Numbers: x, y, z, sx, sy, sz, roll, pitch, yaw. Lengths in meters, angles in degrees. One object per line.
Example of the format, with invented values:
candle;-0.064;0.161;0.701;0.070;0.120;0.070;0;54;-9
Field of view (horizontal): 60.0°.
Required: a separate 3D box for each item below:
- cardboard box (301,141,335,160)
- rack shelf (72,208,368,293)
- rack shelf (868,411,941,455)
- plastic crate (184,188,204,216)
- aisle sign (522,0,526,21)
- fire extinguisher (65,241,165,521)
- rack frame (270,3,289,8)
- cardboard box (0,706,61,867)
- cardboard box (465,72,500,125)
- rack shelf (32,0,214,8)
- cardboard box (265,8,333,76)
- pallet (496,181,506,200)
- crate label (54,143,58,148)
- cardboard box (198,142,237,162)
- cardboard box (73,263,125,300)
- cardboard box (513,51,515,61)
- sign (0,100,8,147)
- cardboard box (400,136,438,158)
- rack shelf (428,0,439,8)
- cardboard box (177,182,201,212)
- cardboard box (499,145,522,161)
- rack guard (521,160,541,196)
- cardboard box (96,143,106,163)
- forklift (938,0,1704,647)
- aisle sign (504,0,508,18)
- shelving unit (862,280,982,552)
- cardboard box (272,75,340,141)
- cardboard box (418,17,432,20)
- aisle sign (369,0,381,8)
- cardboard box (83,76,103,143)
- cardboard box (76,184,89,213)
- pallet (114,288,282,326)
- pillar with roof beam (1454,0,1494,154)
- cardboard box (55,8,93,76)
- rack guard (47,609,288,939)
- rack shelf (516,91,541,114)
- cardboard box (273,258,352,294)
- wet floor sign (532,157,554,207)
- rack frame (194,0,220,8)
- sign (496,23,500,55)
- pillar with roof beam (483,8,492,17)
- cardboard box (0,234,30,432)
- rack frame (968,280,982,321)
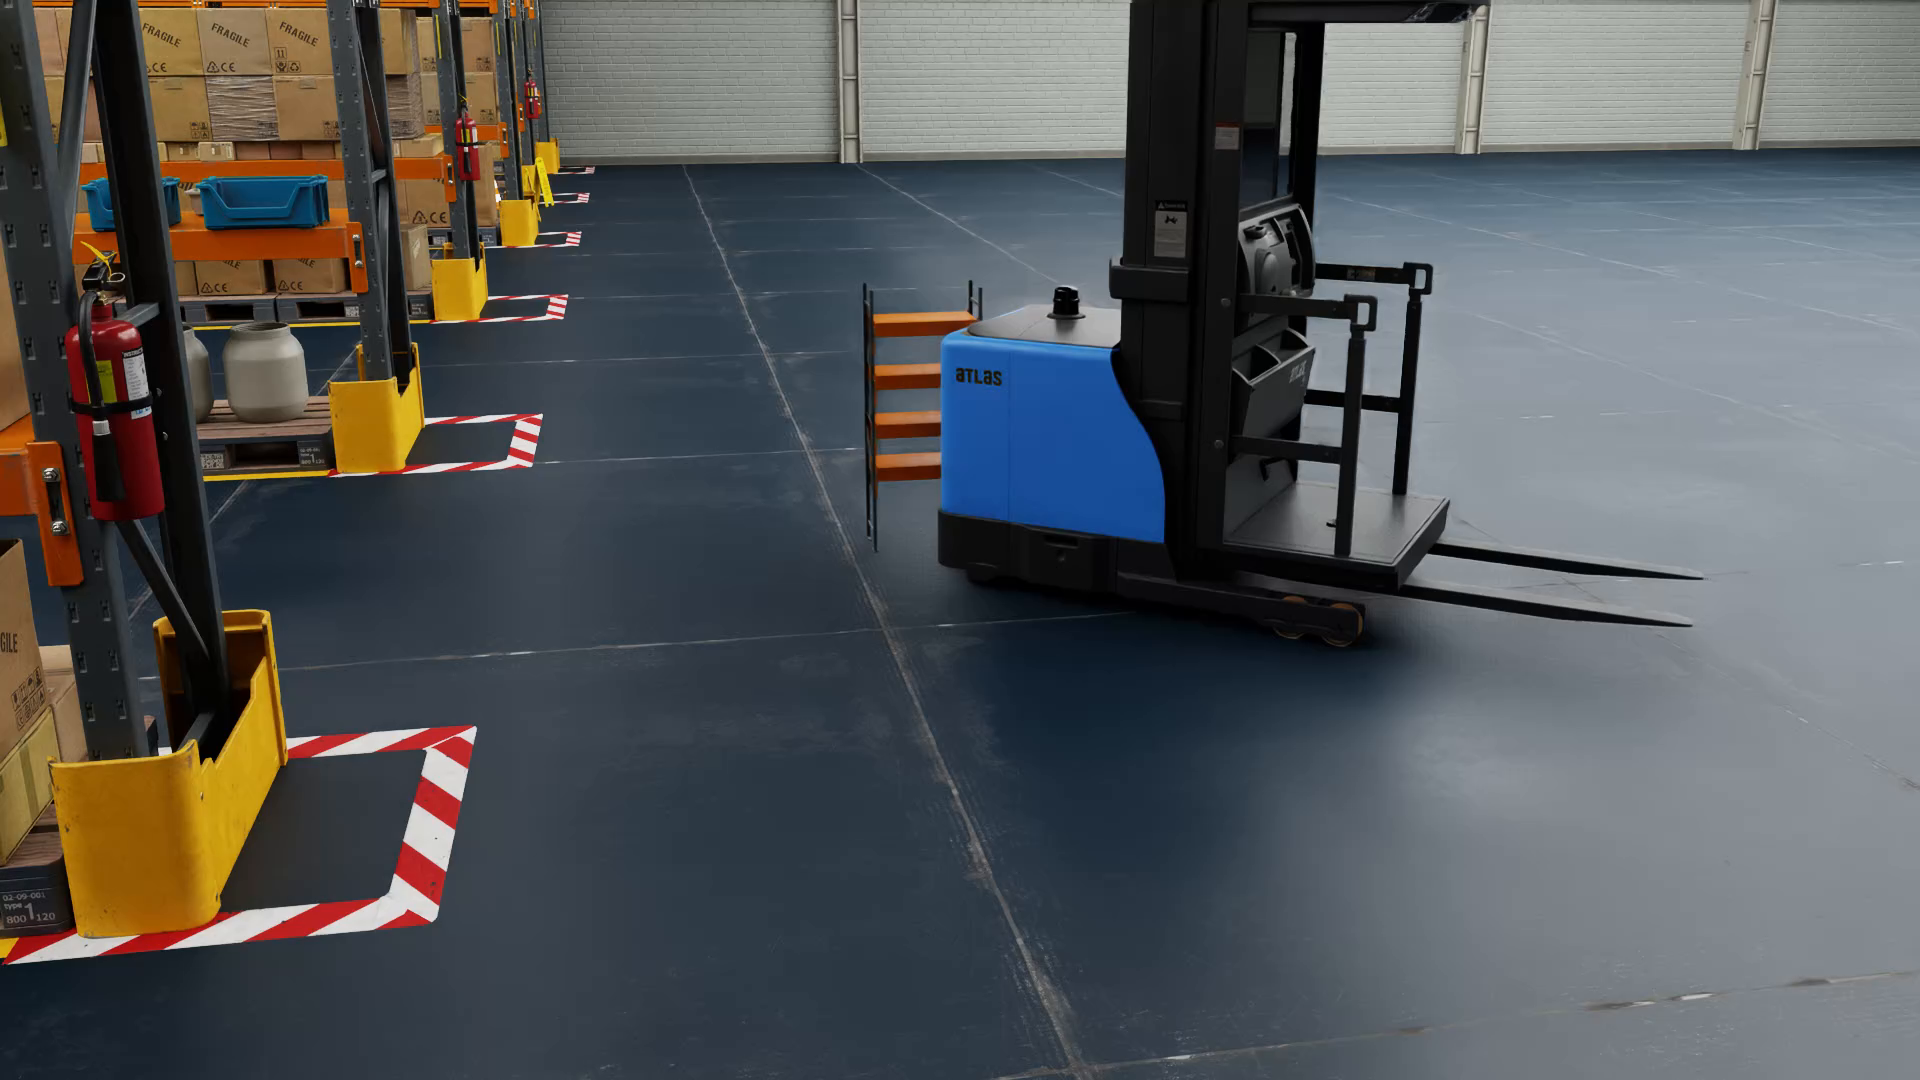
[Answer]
cardboard box;-5.152;-3.163;13.430;0.250;0.149;0.380;-3;17;-10
rack shelf;-5.206;-1.528;8.902;4.000;0.370;1.077;-3;17;-10
rack shelf;-0.171;-0.501;7.629;0.480;0.148;0.258;-3;17;-11
plastic crate;-4.182;-1.900;9.338;0.250;0.136;0.298;-3;17;-10
aisle sign;-6.059;-7.603;23.030;0.004;0.787;0.394;-3;17;-10
fire extinguisher;-2.102;-0.391;4.106;0.183;0.674;0.296;-3;17;-10
rack frame;-10.934;-7.476;27.042;0.127;3.000;1.000;-3;17;-10
cardboard box;-2.776;0.674;4.477;0.500;0.250;0.500;-3;17;-10
cardboard box;-5.379;-4.884;18.350;0.550;0.550;0.875;-3;17;-10
rack shelf;-11.952;-7.024;21.686;4.000;0.370;1.077;-3;17;-10
cardboard box;-5.164;-3.947;13.175;0.500;0.500;0.500;-3;17;-10
pallet;-6.940;-4.895;23.391;1.213;0.211;1.003;-3;17;-10
crate label;-4.998;-1.819;8.567;0.616;0.435;0.502;-3;17;-10
cardboard box;-5.875;-3.102;13.229;0.250;0.149;0.380;-3;17;-10
cardboard box;-7.148;-2.239;13.534;0.500;0.500;0.500;2;17;7
cardboard box;-7.294;-7.956;27.332;0.250;0.149;0.380;-3;17;-10
sign;-2.217;-1.064;3.793;0.005;0.325;0.100;-3;17;-10
cardboard box;-4.422;-3.215;13.599;0.250;0.149;0.380;-3;17;-10
rack shelf;-6.145;-4.389;13.111;4.000;0.370;1.077;-3;17;-10
cardboard box;-8.320;-3.823;18.055;0.875;0.875;0.875;-3;17;-10
cardboard box;-7.408;-6.468;27.728;0.500;0.250;0.500;-3;17;-10
rack guard;-6.136;-5.069;23.462;0.348;0.500;1.175;-3;17;-10
cardboard box;-6.618;-3.070;13.126;0.250;0.149;0.380;-3;17;-10
forklift;1.456;-1.164;6.610;3.031;2.935;1.130;8;19;25
aisle sign;-4.897;-6.007;17.831;0.004;0.787;0.394;-3;17;-10
shelving unit;-0.171;-0.565;7.609;0.503;1.200;0.258;-3;17;-11
cardboard box;-5.195;-3.516;13.472;0.500;0.500;0.875;-3;17;-10
cardboard box;-7.020;-6.818;22.522;0.500;0.500;0.700;-3;17;-10
aisle sign;-3.227;-3.314;9.066;0.004;0.787;0.394;-3;17;-10
cardboard box;-6.686;-3.460;13.291;0.500;0.500;0.875;-3;17;-10
cardboard box;-9.543;-3.688;17.828;0.750;0.750;1.050;-3;17;-11
pallet;-6.256;-1.972;13.872;1.213;0.211;1.003;-3;17;-10
pillar with roof beam;10.628;-10.549;26.830;0.400;9.000;9.100;-3;17;-10
cardboard box;-6.637;-3.864;12.903;0.500;0.500;0.500;-3;17;-10
rack guard;-2.282;0.639;4.881;0.348;0.500;1.175;-3;17;-10
rack shelf;-8.970;-7.243;27.510;4.000;0.370;1.077;-3;17;-10
cardboard box;-5.378;-2.344;13.875;0.500;0.500;0.500;1;17;4
wet floor sign;-5.672;-4.844;22.485;0.232;0.644;0.267;3;17;9
rack frame;-9.989;-6.045;22.384;0.127;3.000;1.000;-3;17;-10
sign;-4.934;-5.356;17.765;0.005;0.325;0.100;-3;17;-10
pillar with roof beam;-7.045;-9.546;23.566;0.400;9.000;9.100;-3;17;-10
cardboard box;-2.767;-0.580;4.422;0.500;0.500;0.700;-3;17;-10
rack frame;0.069;-0.579;7.654;0.015;1.200;0.240;-3;17;-11
